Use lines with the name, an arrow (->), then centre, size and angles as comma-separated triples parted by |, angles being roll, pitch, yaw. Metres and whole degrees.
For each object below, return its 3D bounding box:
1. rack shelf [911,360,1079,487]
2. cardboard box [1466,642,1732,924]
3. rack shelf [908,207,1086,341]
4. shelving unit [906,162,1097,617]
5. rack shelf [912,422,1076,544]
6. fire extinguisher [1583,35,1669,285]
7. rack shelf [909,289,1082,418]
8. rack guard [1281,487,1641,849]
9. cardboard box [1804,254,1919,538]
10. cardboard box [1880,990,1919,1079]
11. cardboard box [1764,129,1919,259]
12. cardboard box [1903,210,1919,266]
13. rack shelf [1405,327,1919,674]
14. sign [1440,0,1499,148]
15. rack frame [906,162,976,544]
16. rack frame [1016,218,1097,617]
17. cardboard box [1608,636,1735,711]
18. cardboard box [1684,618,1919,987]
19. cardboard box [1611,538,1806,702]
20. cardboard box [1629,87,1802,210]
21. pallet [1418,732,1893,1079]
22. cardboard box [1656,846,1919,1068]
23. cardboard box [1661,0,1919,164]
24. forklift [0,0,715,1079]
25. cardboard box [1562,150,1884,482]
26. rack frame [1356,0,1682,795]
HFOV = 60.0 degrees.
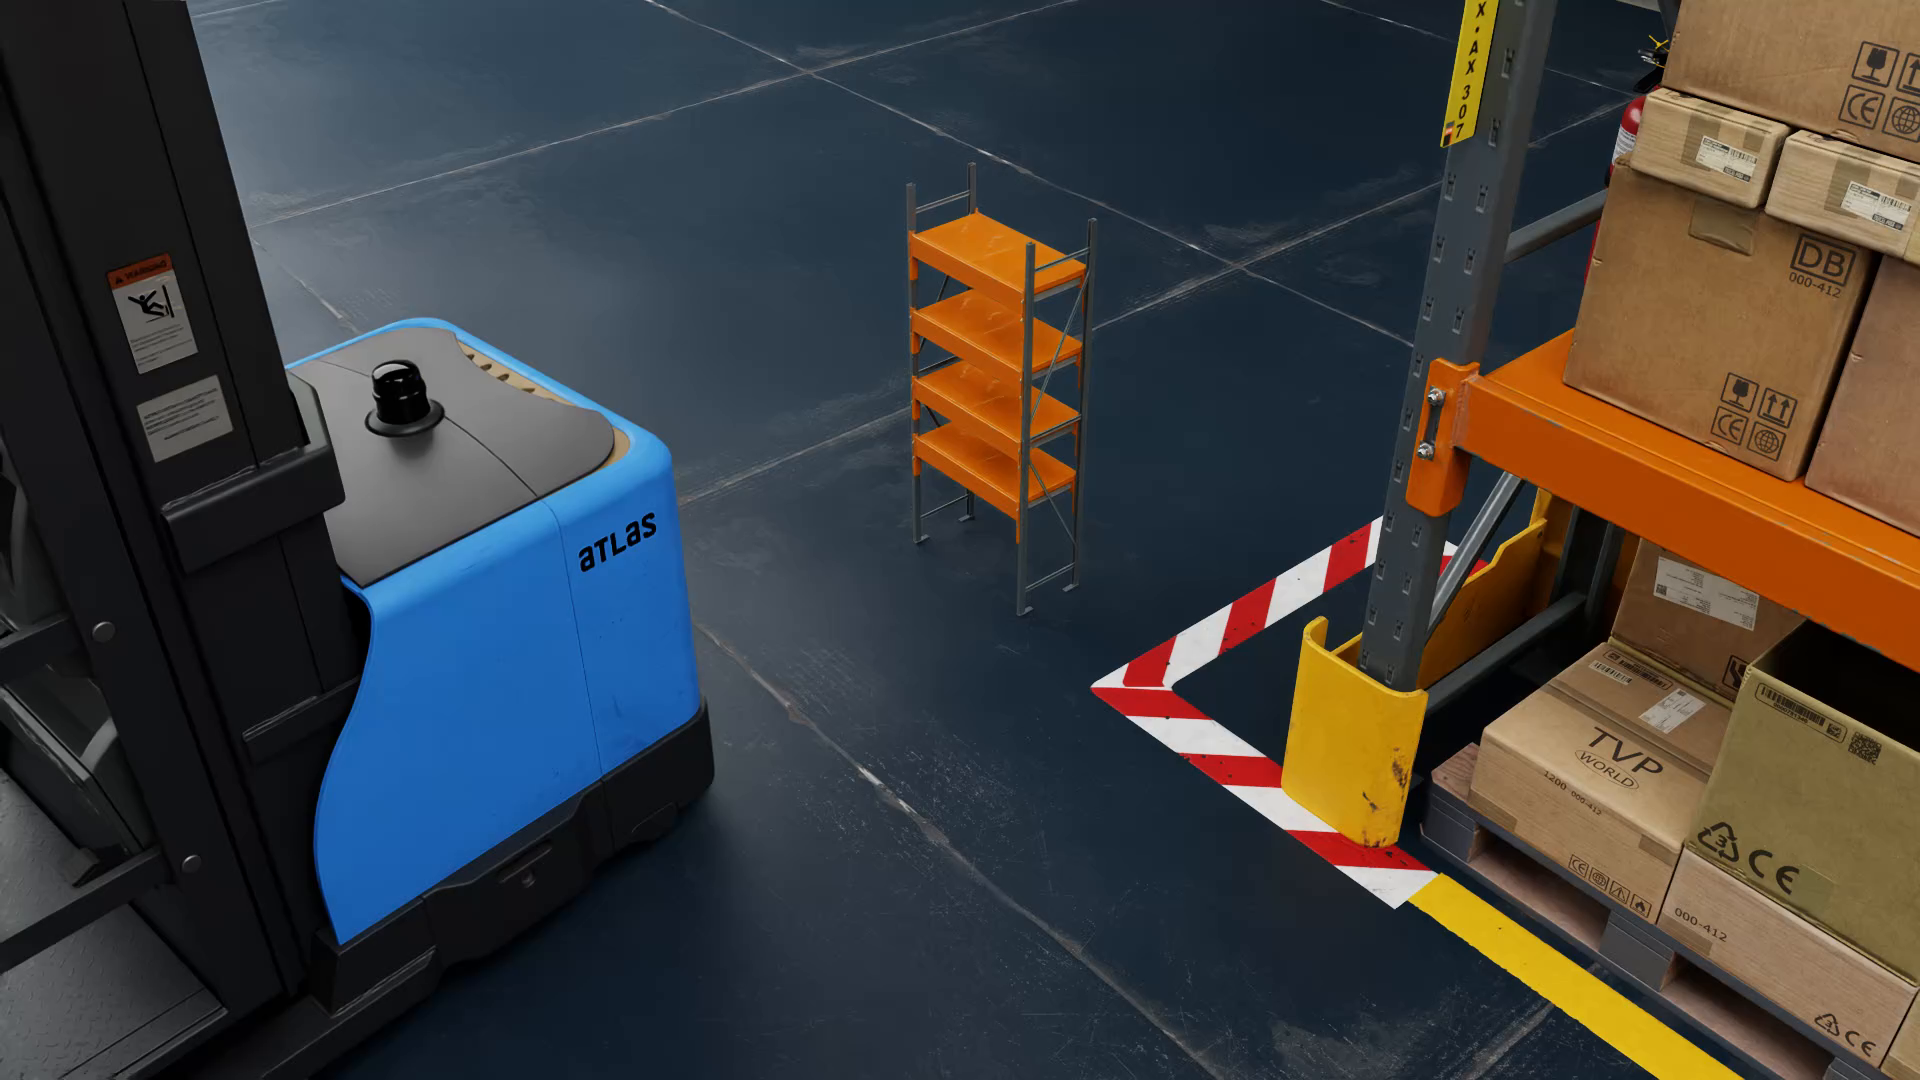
rack shelf -> 0.107, -0.362, 4.839 | 0.258, 0.148, 0.480 | -26, 43, -32
cardboard box -> 1.561, 0.552, 3.892 | 0.500, 0.250, 0.500 | -26, 43, -32
rack shelf -> 0.107, -0.737, 4.573 | 0.258, 0.148, 0.480 | -26, 43, -32
shelving unit -> 0.107, -0.417, 4.800 | 0.258, 1.200, 0.503 | -26, 43, -32
rack shelf -> 0.107, -0.200, 4.954 | 0.258, 0.148, 0.480 | -26, 43, -32
fire extinguisher -> 1.663, -0.913, 4.010 | 0.296, 0.674, 0.183 | -26, 43, -32
rack shelf -> 0.107, -0.544, 4.710 | 0.258, 0.148, 0.480 | -26, 43, -32
rack guard -> 1.369, 0.291, 4.407 | 1.175, 0.500, 0.348 | -26, 43, -32
cardboard box -> 2.019, -0.319, 3.018 | 0.700, 0.500, 0.500 | -25, 42, -31
cardboard box -> 2.209, 0.992, 3.270 | 0.500, 0.250, 0.500 | -26, 43, -32
cardboard box -> 1.646, -0.655, 2.932 | 0.380, 0.149, 0.250 | -27, 43, -33
cardboard box -> 1.806, -0.545, 2.776 | 0.380, 0.149, 0.250 | -26, 43, -32
rack shelf -> 2.675, 0.458, 2.631 | 1.077, 0.370, 4.000 | -26, 43, -32
sign -> 0.957, -0.900, 3.108 | 0.100, 0.325, 0.005 | -26, 43, -32
rack frame -> -0.051, -0.524, 4.952 | 0.240, 1.200, 0.015 | -26, 43, -32
rack frame -> 0.264, -0.309, 4.648 | 0.240, 1.200, 0.015 | -26, 43, -32
cardboard box -> 1.957, 0.358, 4.164 | 0.500, 0.250, 0.500 | -26, 43, -32
cardboard box -> 1.885, 0.466, 3.364 | 0.500, 0.500, 0.500 | -26, 43, -32
cardboard box -> 1.958, 0.052, 3.949 | 0.500, 0.500, 0.500 | -26, 43, -32
cardboard box -> 1.474, -0.771, 3.095 | 0.380, 0.149, 0.250 | -26, 43, -32
pallet -> 1.910, 0.741, 4.021 | 1.003, 0.211, 1.213 | -26, 43, -32
cardboard box -> 1.886, 0.771, 3.582 | 0.500, 0.250, 0.500 | -26, 43, -32
cardboard box -> 1.710, -1.055, 2.935 | 0.700, 0.500, 0.500 | -26, 43, -32
forklift -> -1.990, -0.089, 2.840 | 1.130, 2.935, 3.031 | 27, 44, 33
cardboard box -> 1.676, -0.549, 3.343 | 0.700, 0.500, 0.500 | -26, 43, -32
rack frame -> 1.385, -0.719, 3.670 | 1.000, 3.000, 0.127 | -26, 43, -32
